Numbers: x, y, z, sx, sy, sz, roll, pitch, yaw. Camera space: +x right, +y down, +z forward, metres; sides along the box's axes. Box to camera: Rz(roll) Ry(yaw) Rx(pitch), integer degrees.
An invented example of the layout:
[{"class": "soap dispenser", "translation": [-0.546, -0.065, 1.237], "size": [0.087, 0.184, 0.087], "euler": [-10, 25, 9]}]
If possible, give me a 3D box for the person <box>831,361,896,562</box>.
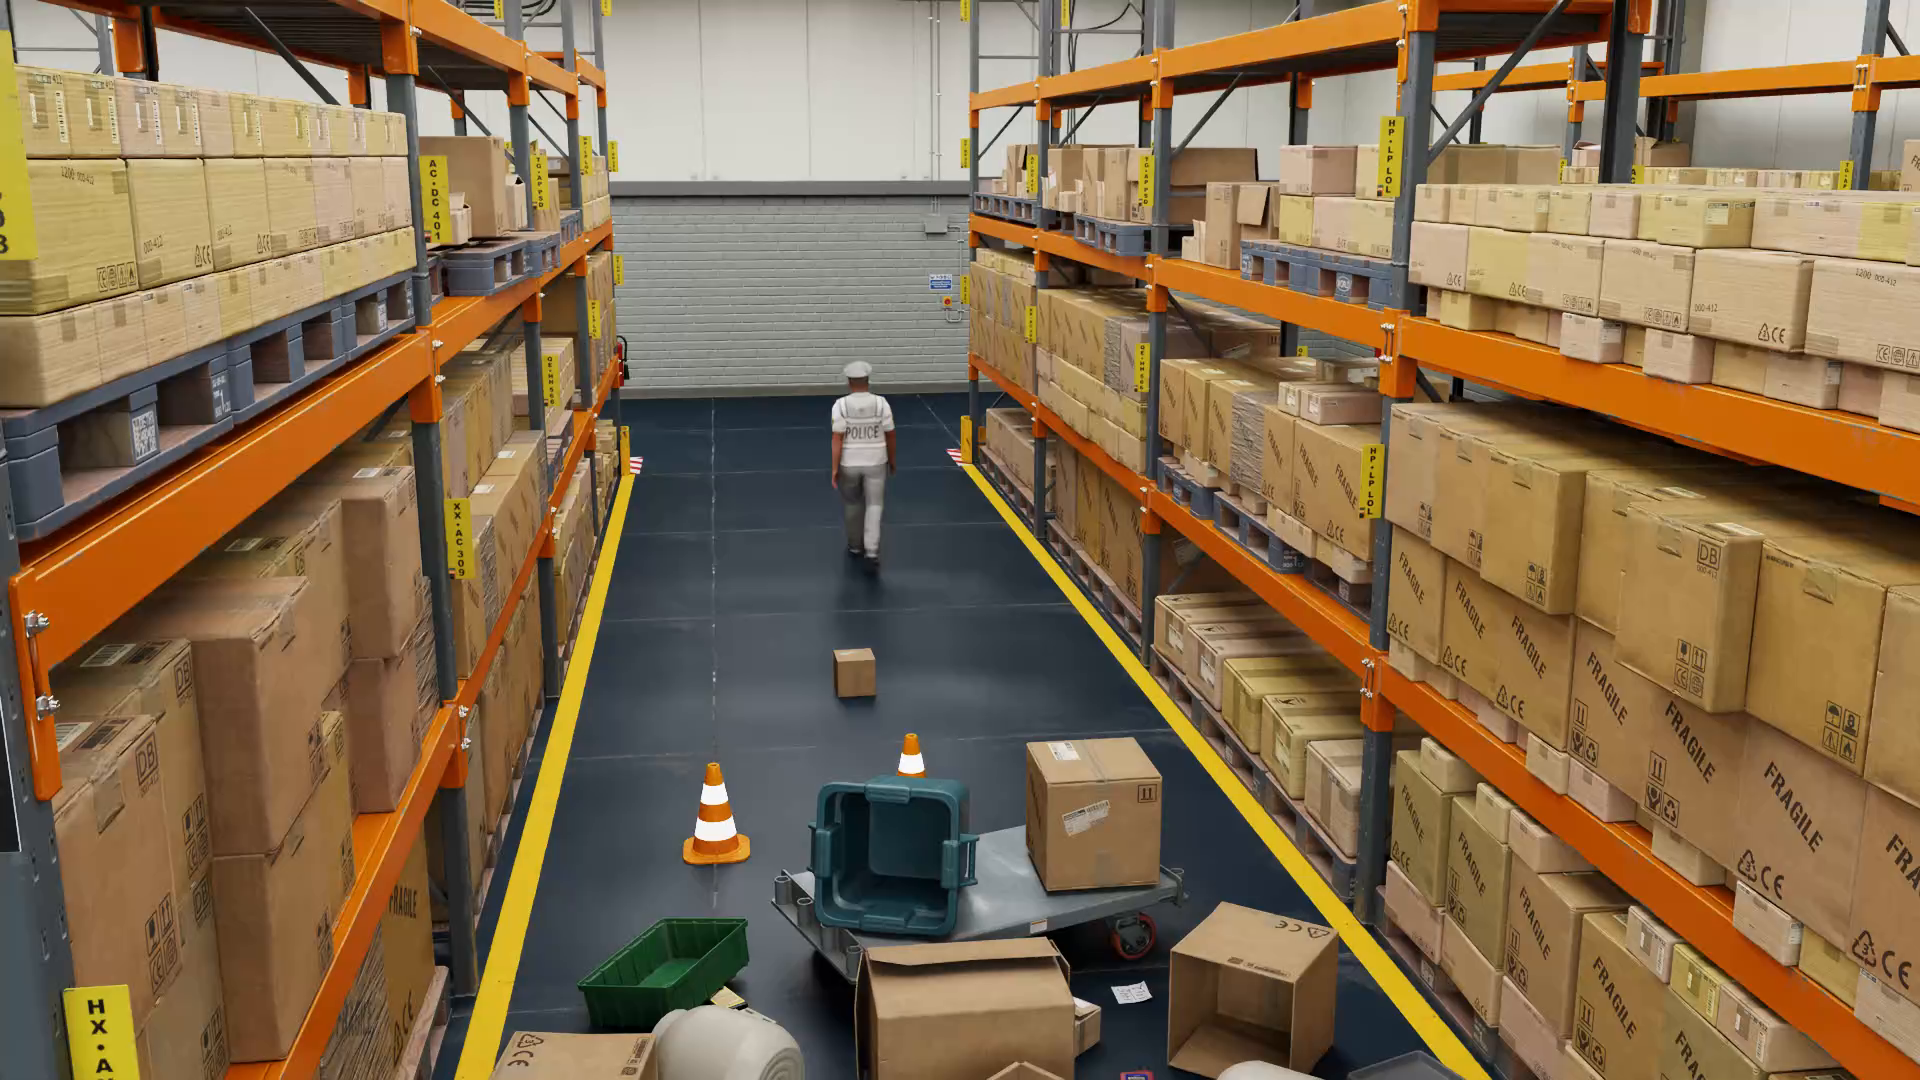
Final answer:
[{"class": "person", "translation": [-0.828, -0.683, 14.346], "size": [0.557, 1.729, 1.015], "euler": [0, 13, -2]}]
